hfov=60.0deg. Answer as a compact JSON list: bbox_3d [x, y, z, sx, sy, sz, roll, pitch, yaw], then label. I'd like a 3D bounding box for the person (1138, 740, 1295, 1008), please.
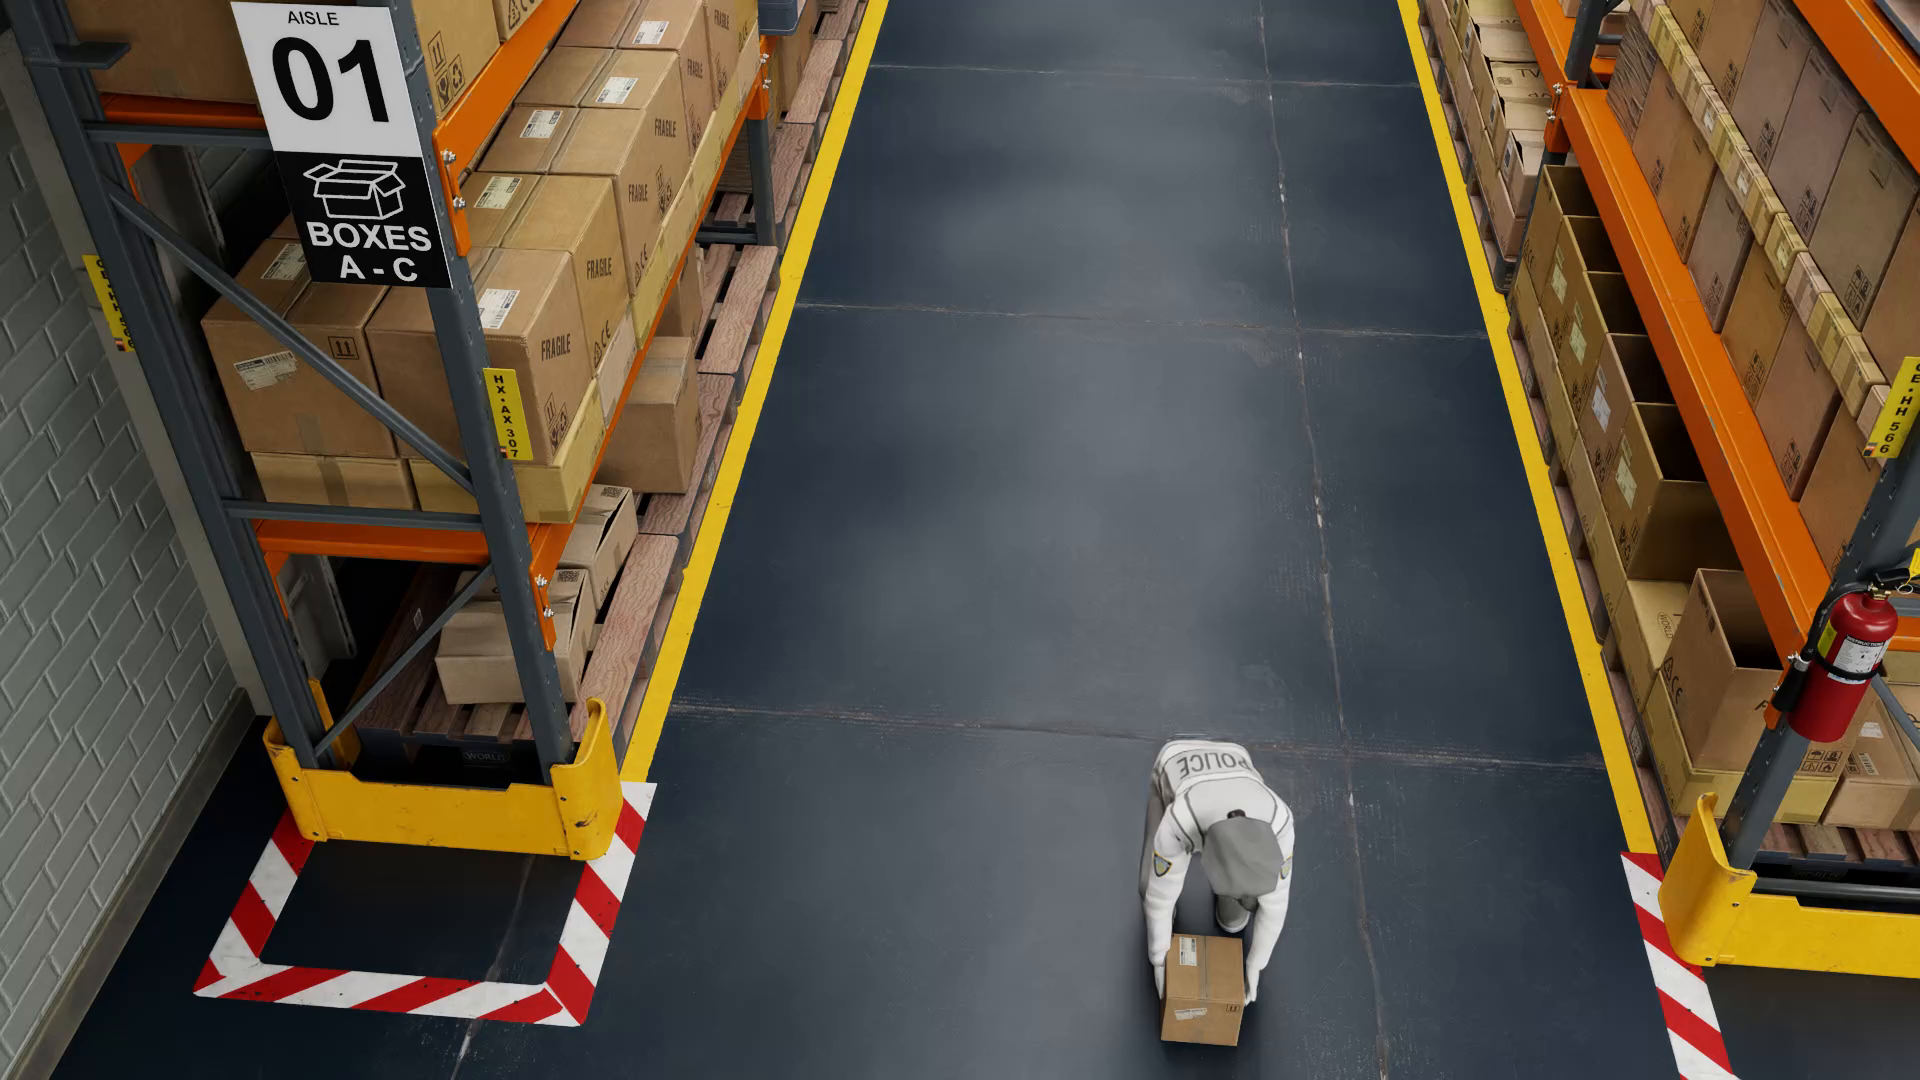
[{"bbox_3d":[0.845,1.032,5.538,0.486,0.898,0.856,3,40,4],"label":"person"}]
